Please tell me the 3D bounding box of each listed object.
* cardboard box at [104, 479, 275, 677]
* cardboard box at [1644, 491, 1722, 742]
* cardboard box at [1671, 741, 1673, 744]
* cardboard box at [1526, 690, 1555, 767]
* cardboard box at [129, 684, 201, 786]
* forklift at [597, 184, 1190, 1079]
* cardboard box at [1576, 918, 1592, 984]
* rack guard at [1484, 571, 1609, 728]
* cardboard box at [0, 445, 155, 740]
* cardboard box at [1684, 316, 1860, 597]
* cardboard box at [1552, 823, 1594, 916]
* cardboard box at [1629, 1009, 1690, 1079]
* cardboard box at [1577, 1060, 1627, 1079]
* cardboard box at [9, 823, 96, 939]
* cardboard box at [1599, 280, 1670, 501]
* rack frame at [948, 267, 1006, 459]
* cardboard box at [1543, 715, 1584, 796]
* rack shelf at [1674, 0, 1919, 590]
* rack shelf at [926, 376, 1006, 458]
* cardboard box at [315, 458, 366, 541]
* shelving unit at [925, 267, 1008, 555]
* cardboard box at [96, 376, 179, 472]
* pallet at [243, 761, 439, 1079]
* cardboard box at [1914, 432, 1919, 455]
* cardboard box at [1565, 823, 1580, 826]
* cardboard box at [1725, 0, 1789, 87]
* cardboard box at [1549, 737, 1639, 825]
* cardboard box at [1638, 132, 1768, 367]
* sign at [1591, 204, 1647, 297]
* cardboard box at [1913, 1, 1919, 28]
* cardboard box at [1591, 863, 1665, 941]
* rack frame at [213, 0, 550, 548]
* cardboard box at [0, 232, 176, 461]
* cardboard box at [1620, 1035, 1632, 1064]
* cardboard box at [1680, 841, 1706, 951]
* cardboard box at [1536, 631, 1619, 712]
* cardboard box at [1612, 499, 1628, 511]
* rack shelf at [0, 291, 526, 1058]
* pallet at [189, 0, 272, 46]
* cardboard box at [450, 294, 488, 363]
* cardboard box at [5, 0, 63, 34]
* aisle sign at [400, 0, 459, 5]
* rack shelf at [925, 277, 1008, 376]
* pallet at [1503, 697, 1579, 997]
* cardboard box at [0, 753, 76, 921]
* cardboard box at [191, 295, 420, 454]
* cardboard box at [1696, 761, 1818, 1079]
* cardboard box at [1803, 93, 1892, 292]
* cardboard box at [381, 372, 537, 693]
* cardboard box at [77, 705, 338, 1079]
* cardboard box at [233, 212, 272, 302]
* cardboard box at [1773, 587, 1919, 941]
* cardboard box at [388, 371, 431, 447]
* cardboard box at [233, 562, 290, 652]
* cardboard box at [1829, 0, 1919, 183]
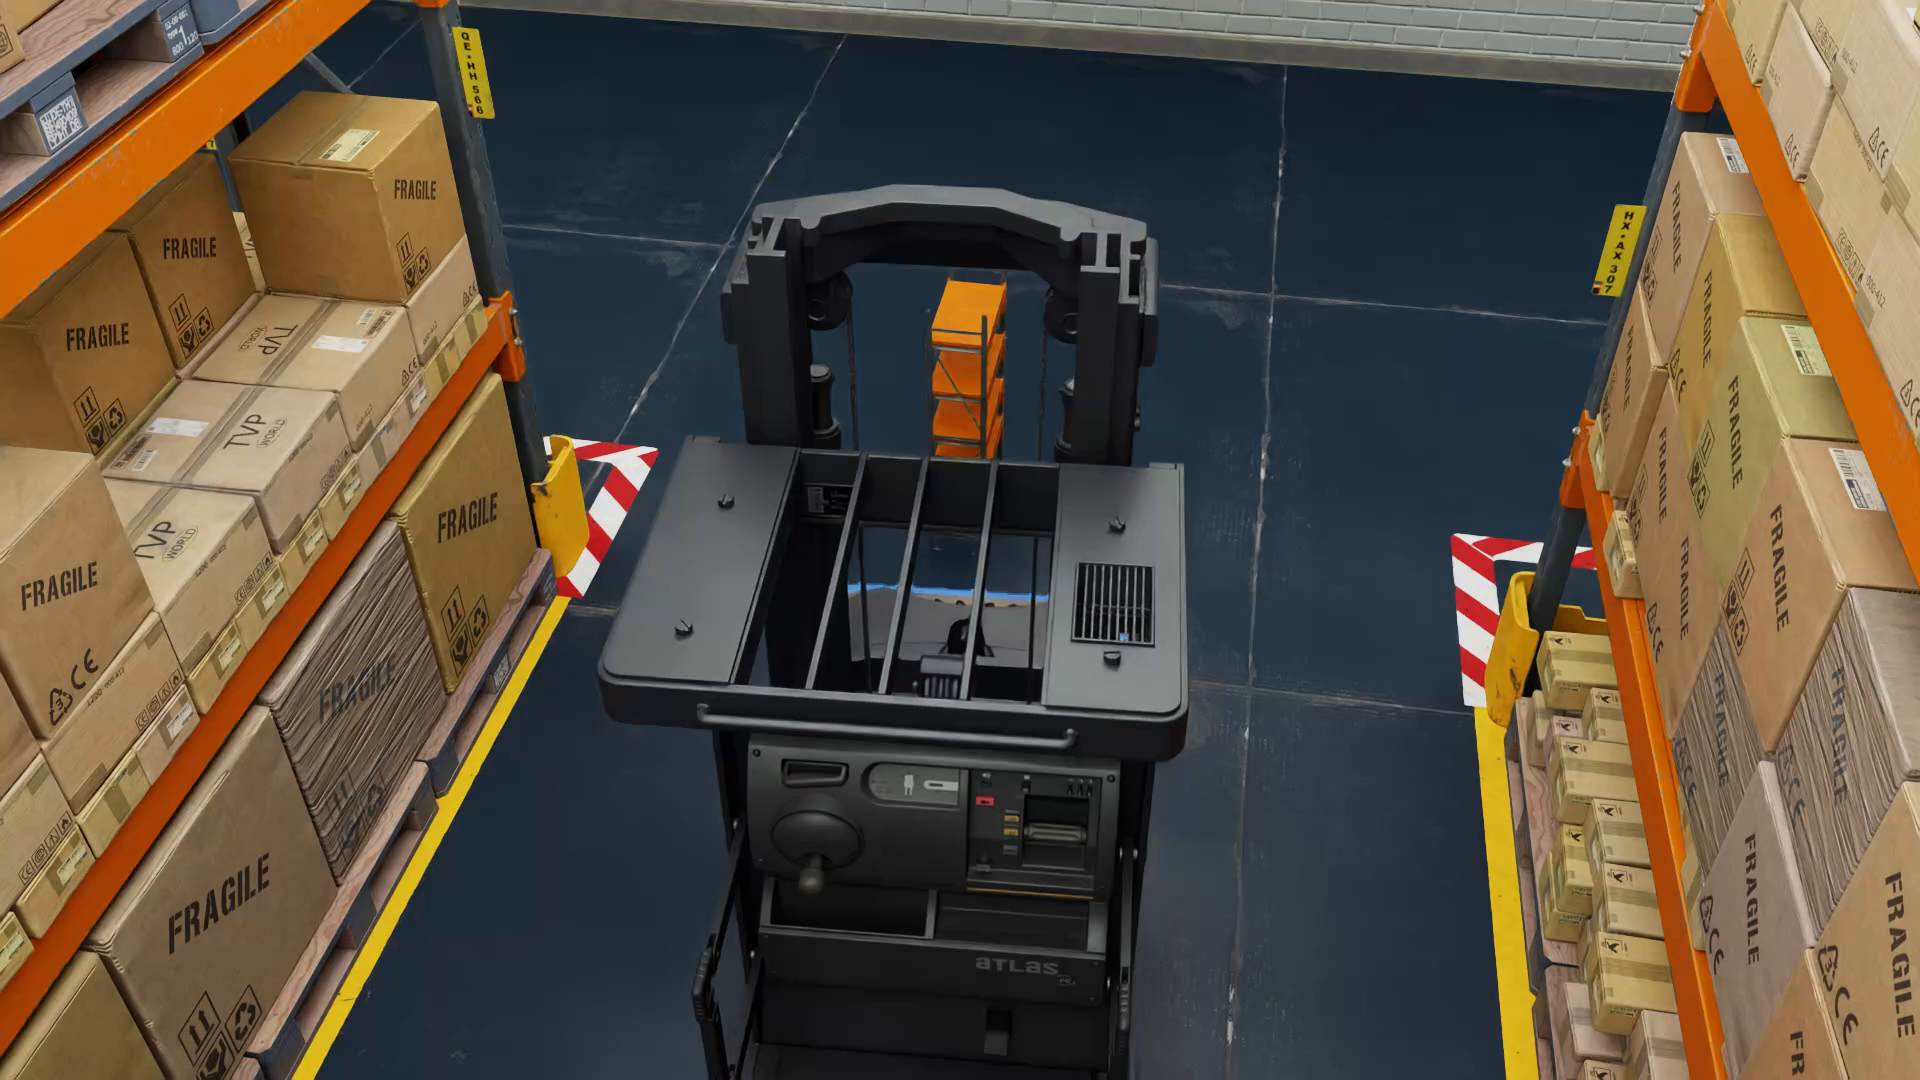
[{"bbox_3d":[-2.301,0.098,4.662,0.500,0.250,0.500,6,40,8],"label":"cardboard box"},{"bbox_3d":[2.137,0.209,4.331,0.500,0.500,0.500,7,40,8],"label":"cardboard box"},{"bbox_3d":[2.118,0.555,4.422,0.380,0.149,0.250,6,40,7],"label":"cardboard box"},{"bbox_3d":[2.245,0.697,5.961,0.380,0.149,0.250,7,40,9],"label":"cardboard box"},{"bbox_3d":[-2.306,0.501,4.487,0.380,0.149,0.250,7,40,8],"label":"cardboard box"},{"bbox_3d":[-0.089,0.789,3.996,1.130,2.935,3.031,4,40,4],"label":"forklift"},{"bbox_3d":[2.142,1.346,5.176,0.380,0.149,0.250,6,40,8],"label":"cardboard box"},{"bbox_3d":[2.638,0.478,6.280,1.175,0.500,0.348,6,40,8],"label":"rack guard"},{"bbox_3d":[-2.396,0.113,4.055,0.500,0.500,0.500,5,40,6],"label":"cardboard box"},{"bbox_3d":[2.119,-0.178,4.015,0.500,0.500,0.500,6,40,7],"label":"cardboard box"},{"bbox_3d":[2.098,1.067,5.279,0.380,0.149,0.250,8,40,9],"label":"cardboard box"},{"bbox_3d":[2.069,1.462,4.569,0.380,0.149,0.250,6,40,8],"label":"cardboard box"},{"bbox_3d":[1.991,1.669,4.785,0.380,0.149,0.250,6,40,8],"label":"cardboard box"},{"bbox_3d":[-2.395,0.819,4.103,0.380,0.149,0.250,5,40,6],"label":"cardboard box"},{"bbox_3d":[2.302,-0.435,5.111,0.500,0.500,0.500,8,40,10],"label":"cardboard box"},{"bbox_3d":[0.071,-0.719,7.179,0.240,1.200,0.015,6,40,8],"label":"rack frame"},{"bbox_3d":[2.205,0.755,5.657,0.380,0.149,0.250,6,40,7],"label":"cardboard box"},{"bbox_3d":[2.305,-0.157,3.297,1.077,0.370,4.000,6,40,8],"label":"rack shelf"},{"bbox_3d":[0.029,-0.514,7.036,0.258,0.148,0.480,6,40,8],"label":"rack shelf"},{"bbox_3d":[-2.129,-0.146,5.270,0.380,0.149,0.250,6,40,7],"label":"cardboard box"},{"bbox_3d":[0.029,-0.566,6.993,0.258,1.200,0.503,6,40,8],"label":"shelving unit"},{"bbox_3d":[-2.739,-0.287,5.128,0.500,0.250,0.500,5,40,6],"label":"cardboard box"},{"bbox_3d":[-2.491,1.205,5.627,1.003,0.211,1.213,6,40,8],"label":"pallet"},{"bbox_3d":[1.963,-0.090,2.769,0.500,0.250,0.500,6,40,7],"label":"cardboard box"},{"bbox_3d":[2.245,1.027,5.562,0.380,0.149,0.250,7,40,8],"label":"cardboard box"},{"bbox_3d":[2.322,-1.378,4.327,0.500,0.250,0.500,8,40,9],"label":"cardboard box"},{"bbox_3d":[2.127,0.796,5.374,0.380,0.149,0.250,6,40,8],"label":"cardboard box"},{"bbox_3d":[2.312,-0.820,4.791,0.500,0.500,0.500,6,40,7],"label":"cardboard box"},{"bbox_3d":[2.117,-0.927,5.338,0.100,0.325,0.005,6,40,8],"label":"sign"},{"bbox_3d":[2.068,-0.999,3.162,0.380,0.149,0.250,8,40,9],"label":"cardboard box"},{"bbox_3d":[2.108,1.134,4.966,0.380,0.149,0.250,8,40,9],"label":"cardboard box"},{"bbox_3d":[-2.216,-1.144,6.279,1.000,3.000,0.127,6,40,8],"label":"rack frame"},{"bbox_3d":[-2.736,-0.579,4.892,0.500,0.500,0.500,5,40,6],"label":"cardboard box"},{"bbox_3d":[2.140,1.419,4.854,0.380,0.149,0.250,8,40,10],"label":"cardboard box"},{"bbox_3d":[1.978,0.879,4.029,0.380,0.149,0.250,7,40,9],"label":"cardboard box"},{"bbox_3d":[2.226,0.465,5.774,0.380,0.149,0.250,5,40,6],"label":"cardboard box"},{"bbox_3d":[2.269,-0.105,5.220,0.380,0.149,0.250,8,40,9],"label":"cardboard box"},{"bbox_3d":[-2.562,0.389,4.991,1.077,0.370,4.000,6,40,8],"label":"rack shelf"},{"bbox_3d":[-2.334,-1.799,4.787,1.003,0.211,1.213,6,40,8],"label":"pallet"},{"bbox_3d":[-1.954,-0.787,6.045,0.380,0.149,0.250,7,40,9],"label":"cardboard box"},{"bbox_3d":[-2.511,-1.537,3.914,0.700,0.500,0.500,4,40,5],"label":"cardboard box"},{"bbox_3d":[-1.908,-2.158,5.466,0.394,0.787,0.004,6,40,8],"label":"aisle sign"},{"bbox_3d":[0.029,-0.869,6.743,0.258,0.148,0.480,6,40,8],"label":"rack shelf"},{"bbox_3d":[2.463,1.095,5.760,1.003,0.211,1.213,6,40,8],"label":"pallet"},{"bbox_3d":[-2.478,0.732,3.895,0.500,0.250,0.500,6,40,7],"label":"cardboard box"},{"bbox_3d":[-2.127,-0.549,5.444,0.500,0.250,0.500,6,40,7],"label":"cardboard box"},{"bbox_3d":[1.943,0.851,3.554,0.500,0.500,0.500,6,40,7],"label":"cardboard box"},{"bbox_3d":[2.150,-0.723,3.535,0.500,0.250,0.500,5,40,6],"label":"cardboard box"},{"bbox_3d":[-2.248,-0.076,6.326,0.875,0.875,0.875,6,40,8],"label":"cardboard box"},{"bbox_3d":[-2.560,1.053,4.960,0.875,0.875,0.875,6,40,8],"label":"cardboard box"},{"bbox_3d":[-2.565,-0.929,5.904,0.500,0.250,0.500,5,40,6],"label":"cardboard box"},{"bbox_3d":[1.961,0.469,3.232,0.500,0.500,0.500,7,40,9],"label":"cardboard box"},{"bbox_3d":[-2.042,-0.466,5.656,0.380,0.149,0.250,6,40,8],"label":"cardboard box"},{"bbox_3d":[-2.218,0.172,4.885,0.380,0.149,0.250,7,40,9],"label":"cardboard box"},{"bbox_3d":[2.131,-0.934,3.397,0.500,0.250,0.500,7,40,8],"label":"cardboard box"}]
